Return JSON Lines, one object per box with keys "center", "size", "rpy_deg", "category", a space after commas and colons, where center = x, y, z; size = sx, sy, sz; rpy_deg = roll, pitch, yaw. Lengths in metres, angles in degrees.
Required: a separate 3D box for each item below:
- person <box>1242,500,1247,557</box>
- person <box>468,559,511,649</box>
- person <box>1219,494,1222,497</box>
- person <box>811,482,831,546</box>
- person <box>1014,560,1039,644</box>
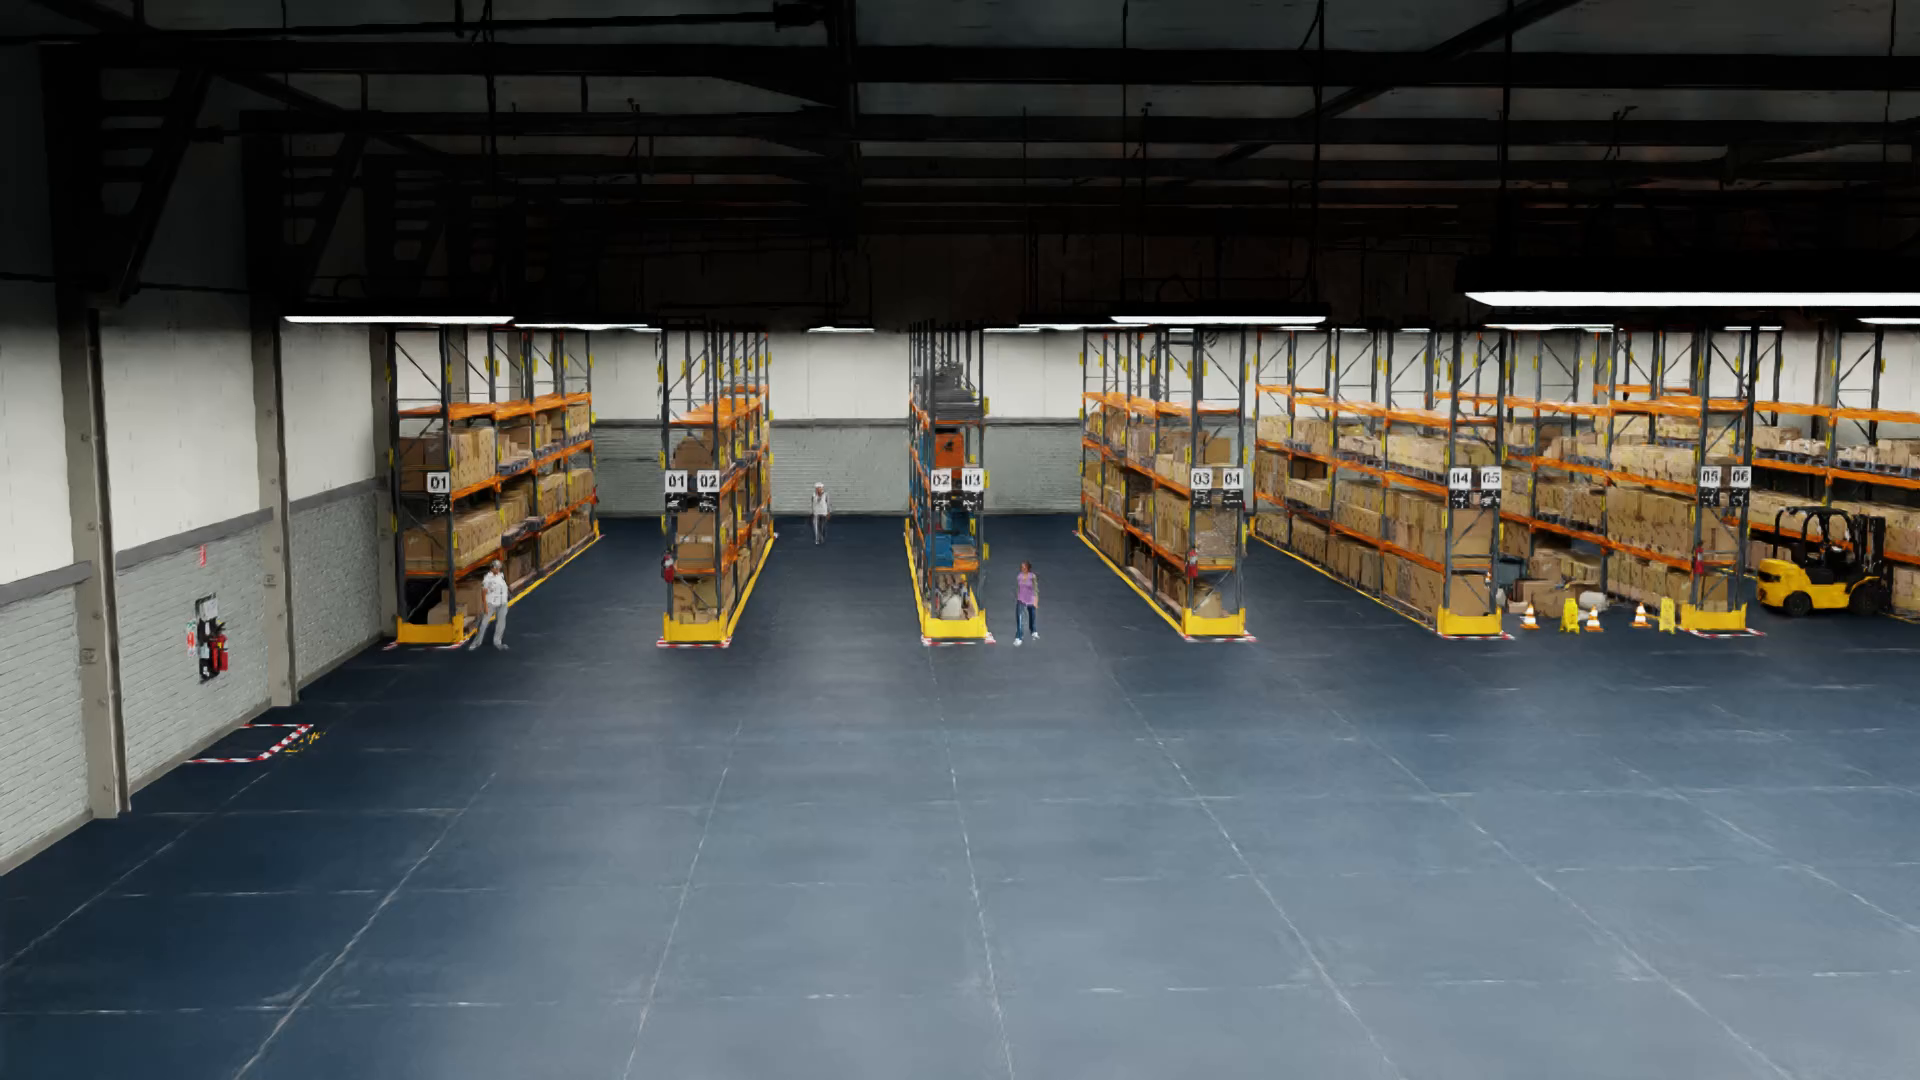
{"center": [7.141, -0.433, 42.859], "size": [0.592, 1.712, 0.668], "rpy_deg": [2, 7, 19], "category": "person"}
{"center": [-8.585, 1.175, 30.291], "size": [0.531, 1.657, 0.715], "rpy_deg": [7, 10, 43], "category": "person"}
{"center": [7.310, -0.743, 45.848], "size": [0.446, 1.591, 1.098], "rpy_deg": [-1, 7, -5], "category": "person"}
{"center": [-3.798, -0.734, 45.386], "size": [0.555, 1.725, 1.029], "rpy_deg": [-1, 7, -4], "category": "person"}
{"center": [1.260, 1.129, 30.951], "size": [0.440, 1.542, 0.848], "rpy_deg": [2, 7, 14], "category": "person"}
